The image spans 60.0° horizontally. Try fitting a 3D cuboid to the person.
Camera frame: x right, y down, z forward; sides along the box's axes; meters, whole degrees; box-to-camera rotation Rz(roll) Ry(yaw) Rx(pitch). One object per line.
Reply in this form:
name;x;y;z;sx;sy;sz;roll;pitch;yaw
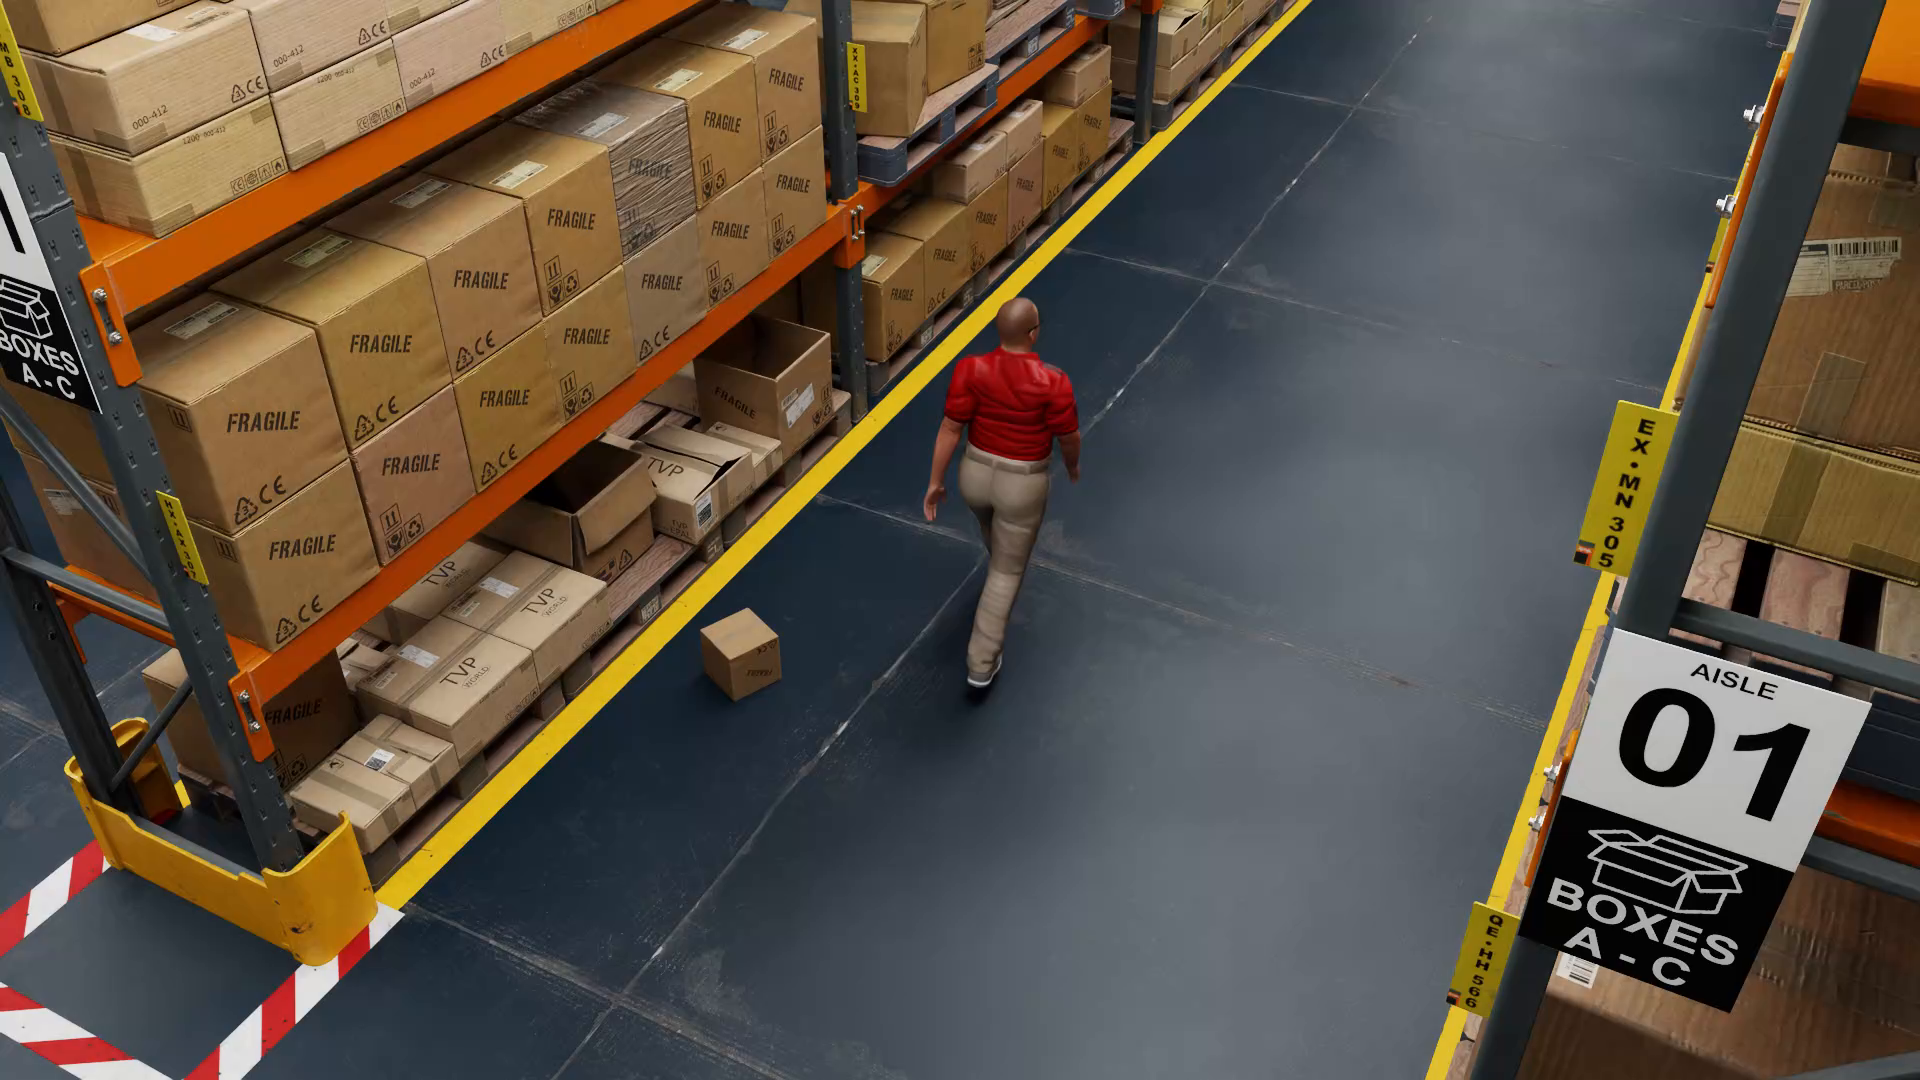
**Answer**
person;0.219;-0.291;7.145;0.576;1.651;1.113;17;41;20
